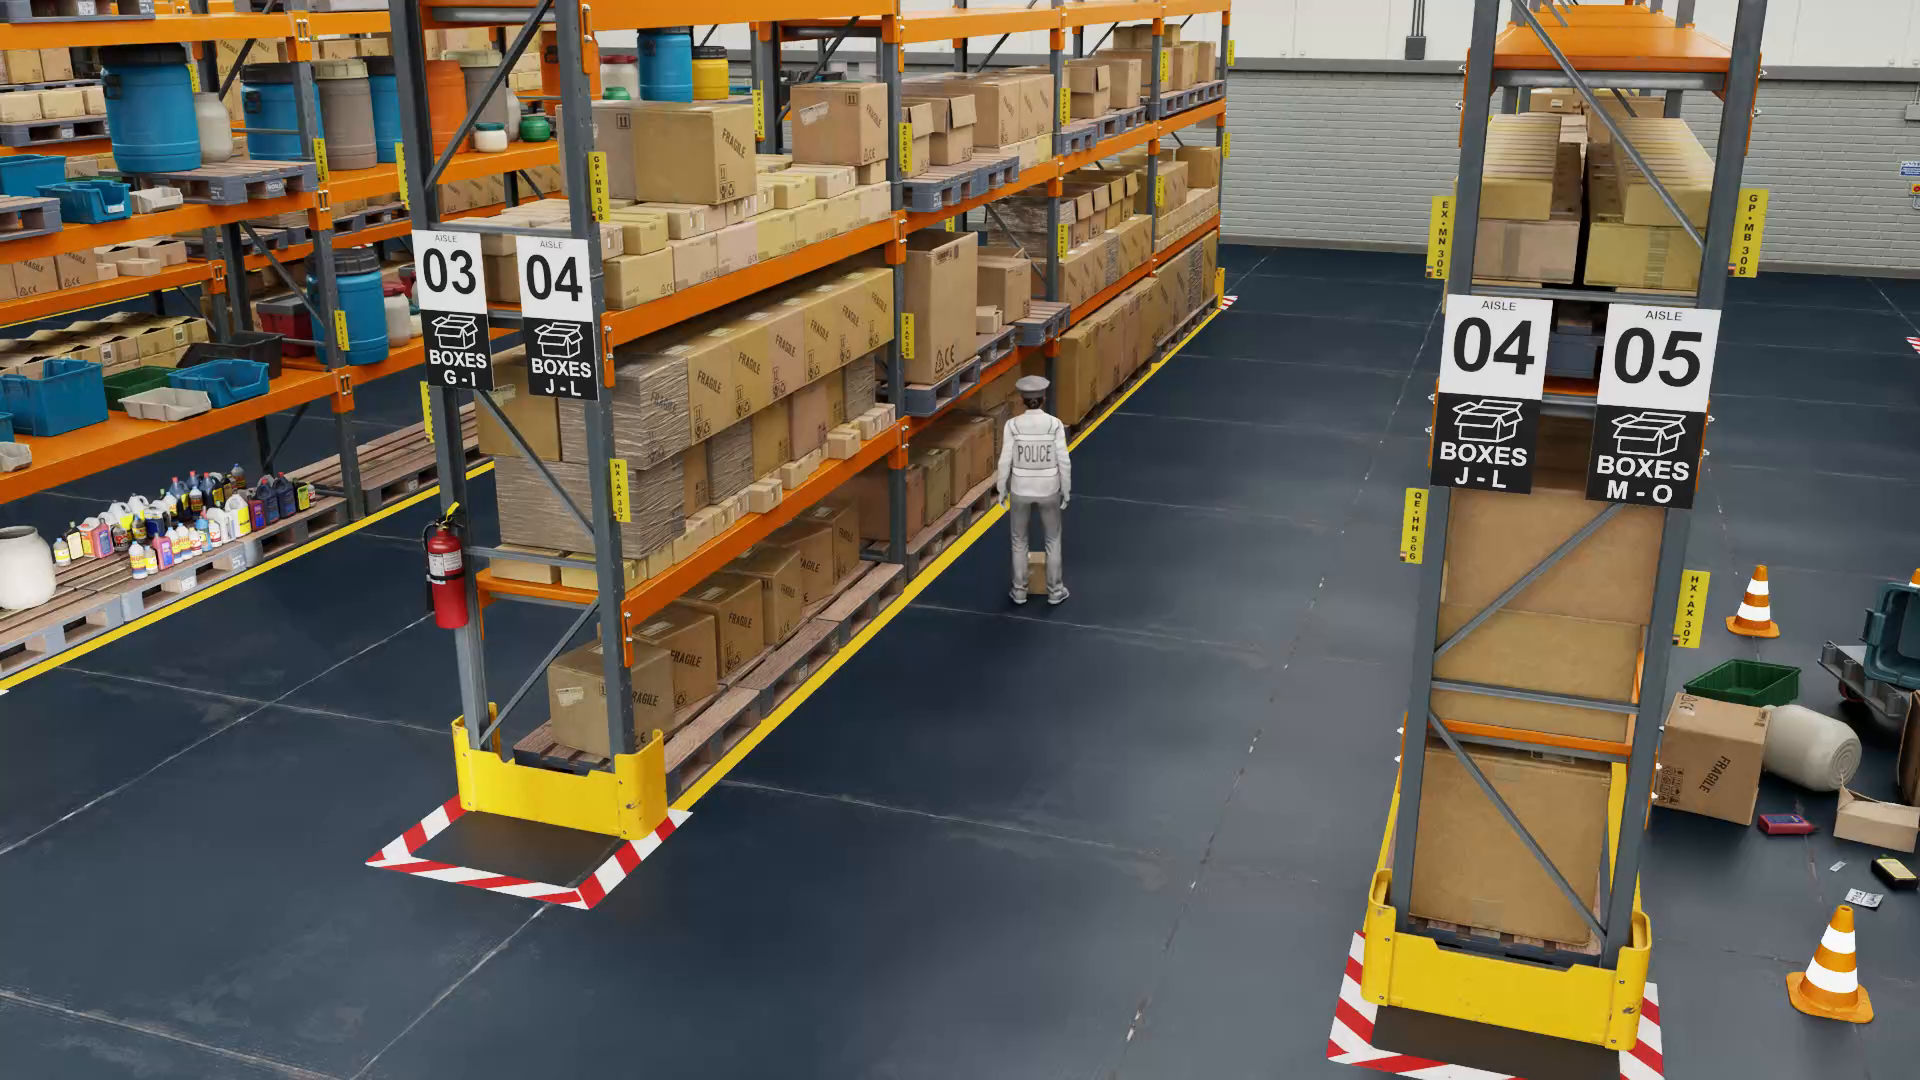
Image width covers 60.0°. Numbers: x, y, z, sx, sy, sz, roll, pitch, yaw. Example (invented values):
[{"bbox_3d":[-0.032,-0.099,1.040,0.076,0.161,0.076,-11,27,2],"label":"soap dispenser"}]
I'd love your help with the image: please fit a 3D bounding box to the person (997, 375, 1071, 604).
[{"bbox_3d":[0.538,-0.344,12.062,0.543,1.667,0.370,1,19,2],"label":"person"}]
